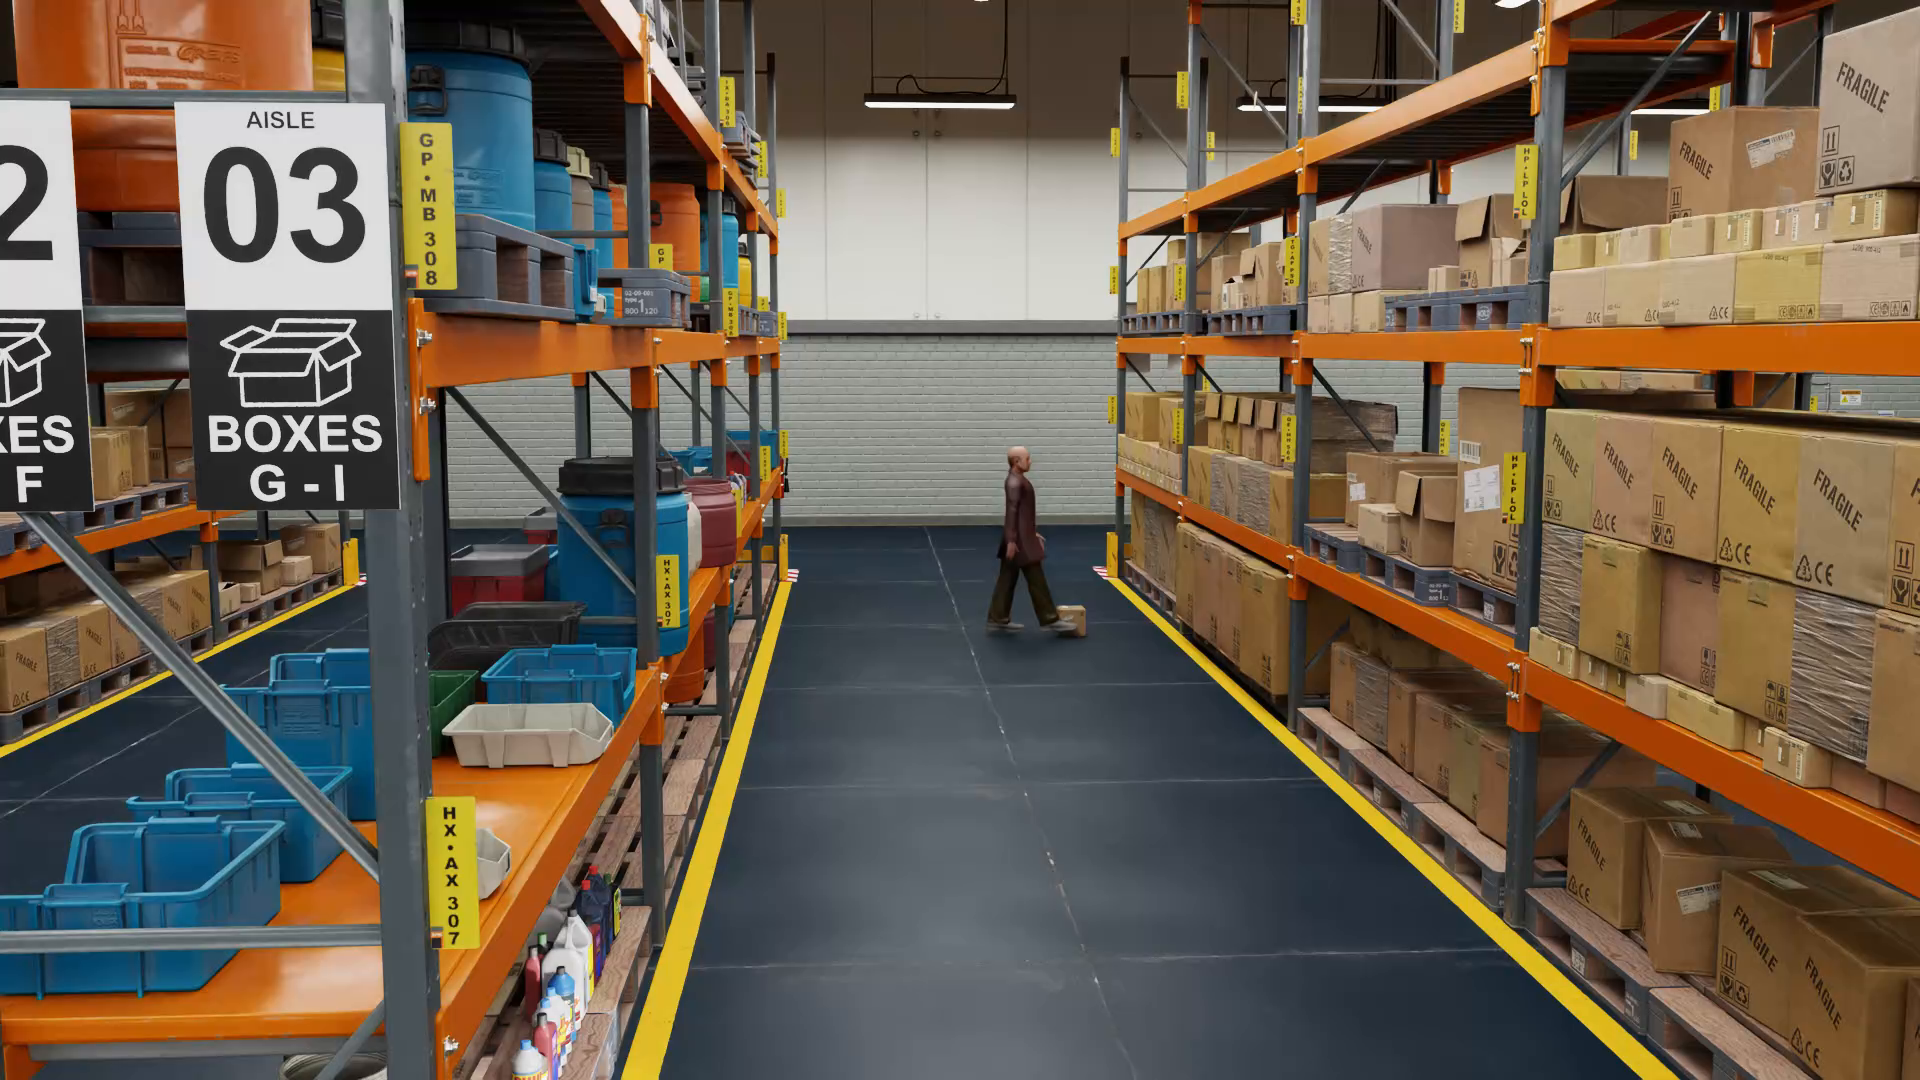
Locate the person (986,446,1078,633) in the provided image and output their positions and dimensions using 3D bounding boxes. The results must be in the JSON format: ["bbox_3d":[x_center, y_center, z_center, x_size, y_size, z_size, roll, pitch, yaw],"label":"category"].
[{"bbox_3d":[0.670,0.048,15.699,0.858,1.665,0.597,0,7,-4],"label":"person"}]
